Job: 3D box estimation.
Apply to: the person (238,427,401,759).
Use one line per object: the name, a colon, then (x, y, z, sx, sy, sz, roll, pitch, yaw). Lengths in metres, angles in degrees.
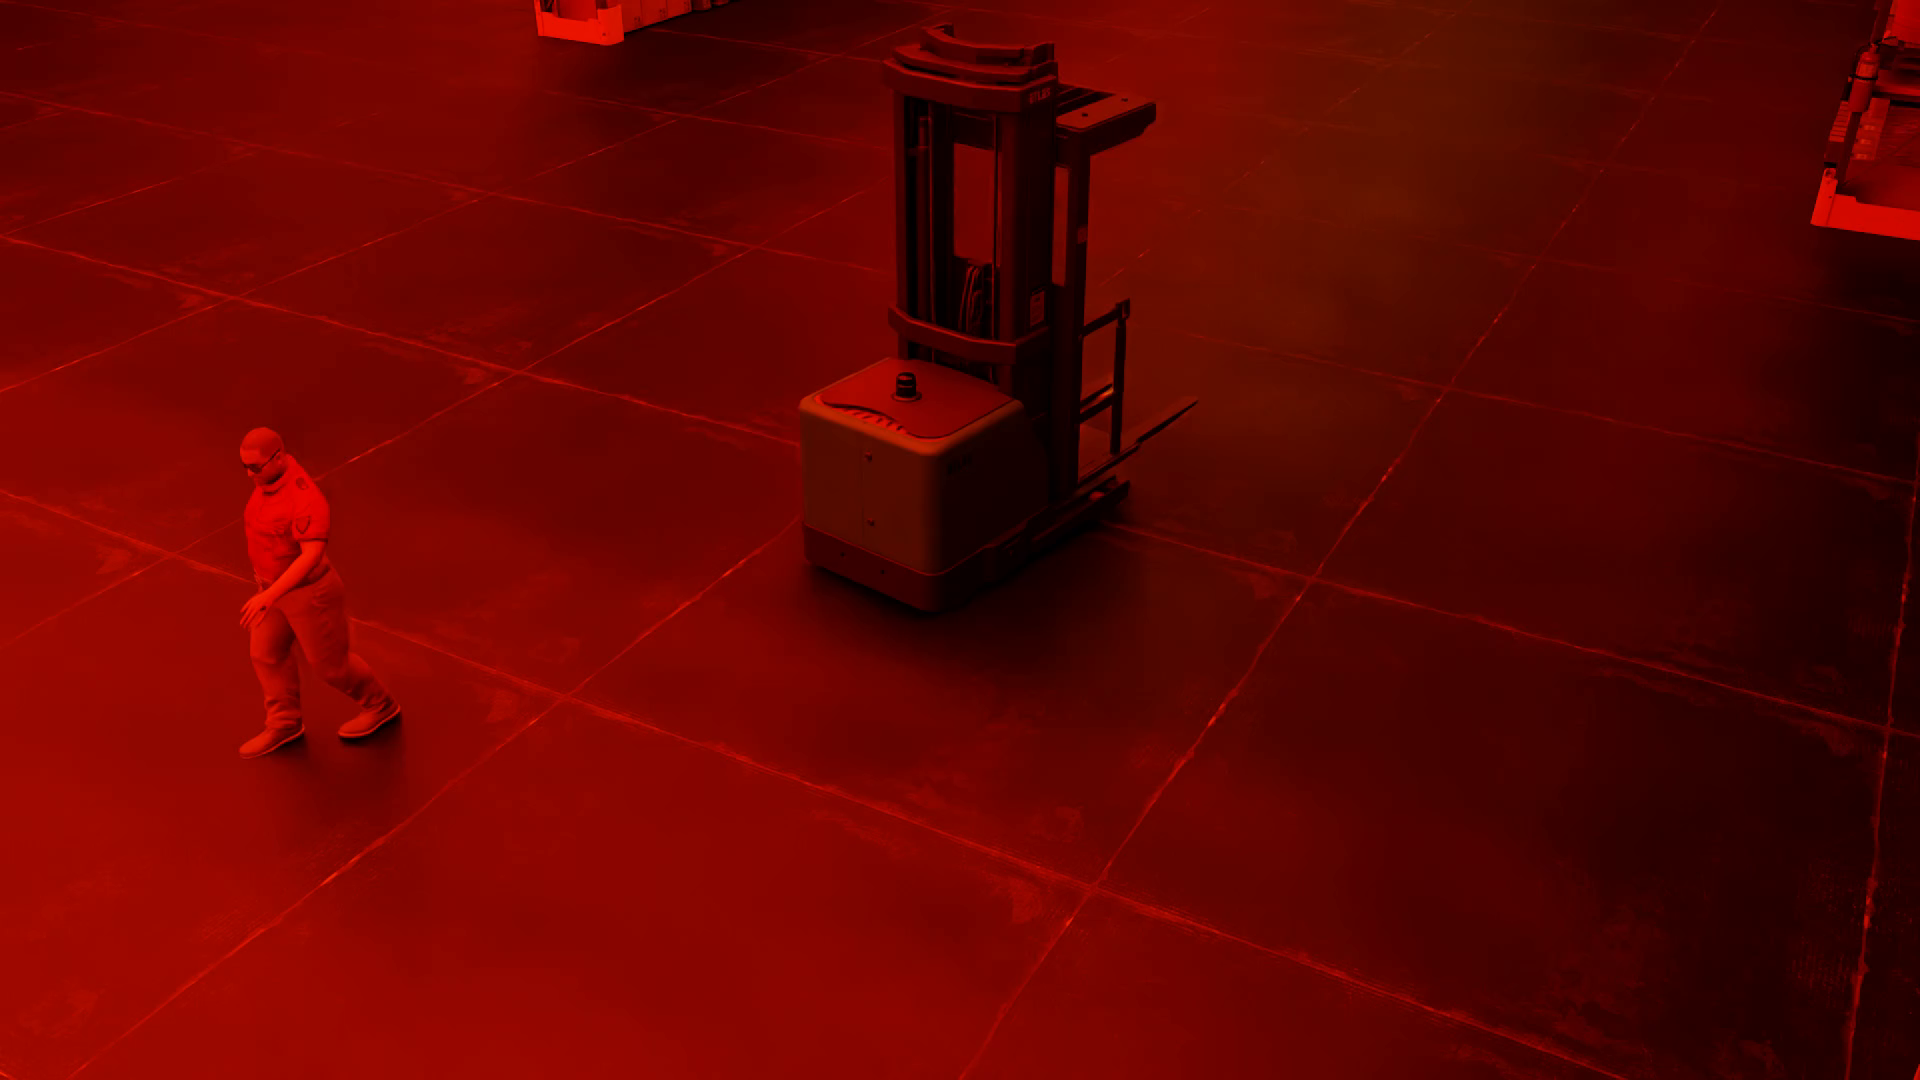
person: (-3.213, 0.245, 7.900, 0.981, 1.709, 0.760, 26, 39, 37)

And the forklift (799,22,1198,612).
forklift: (0.400, -1.542, 9.743, 1.130, 2.935, 3.031, 22, 36, 33)
